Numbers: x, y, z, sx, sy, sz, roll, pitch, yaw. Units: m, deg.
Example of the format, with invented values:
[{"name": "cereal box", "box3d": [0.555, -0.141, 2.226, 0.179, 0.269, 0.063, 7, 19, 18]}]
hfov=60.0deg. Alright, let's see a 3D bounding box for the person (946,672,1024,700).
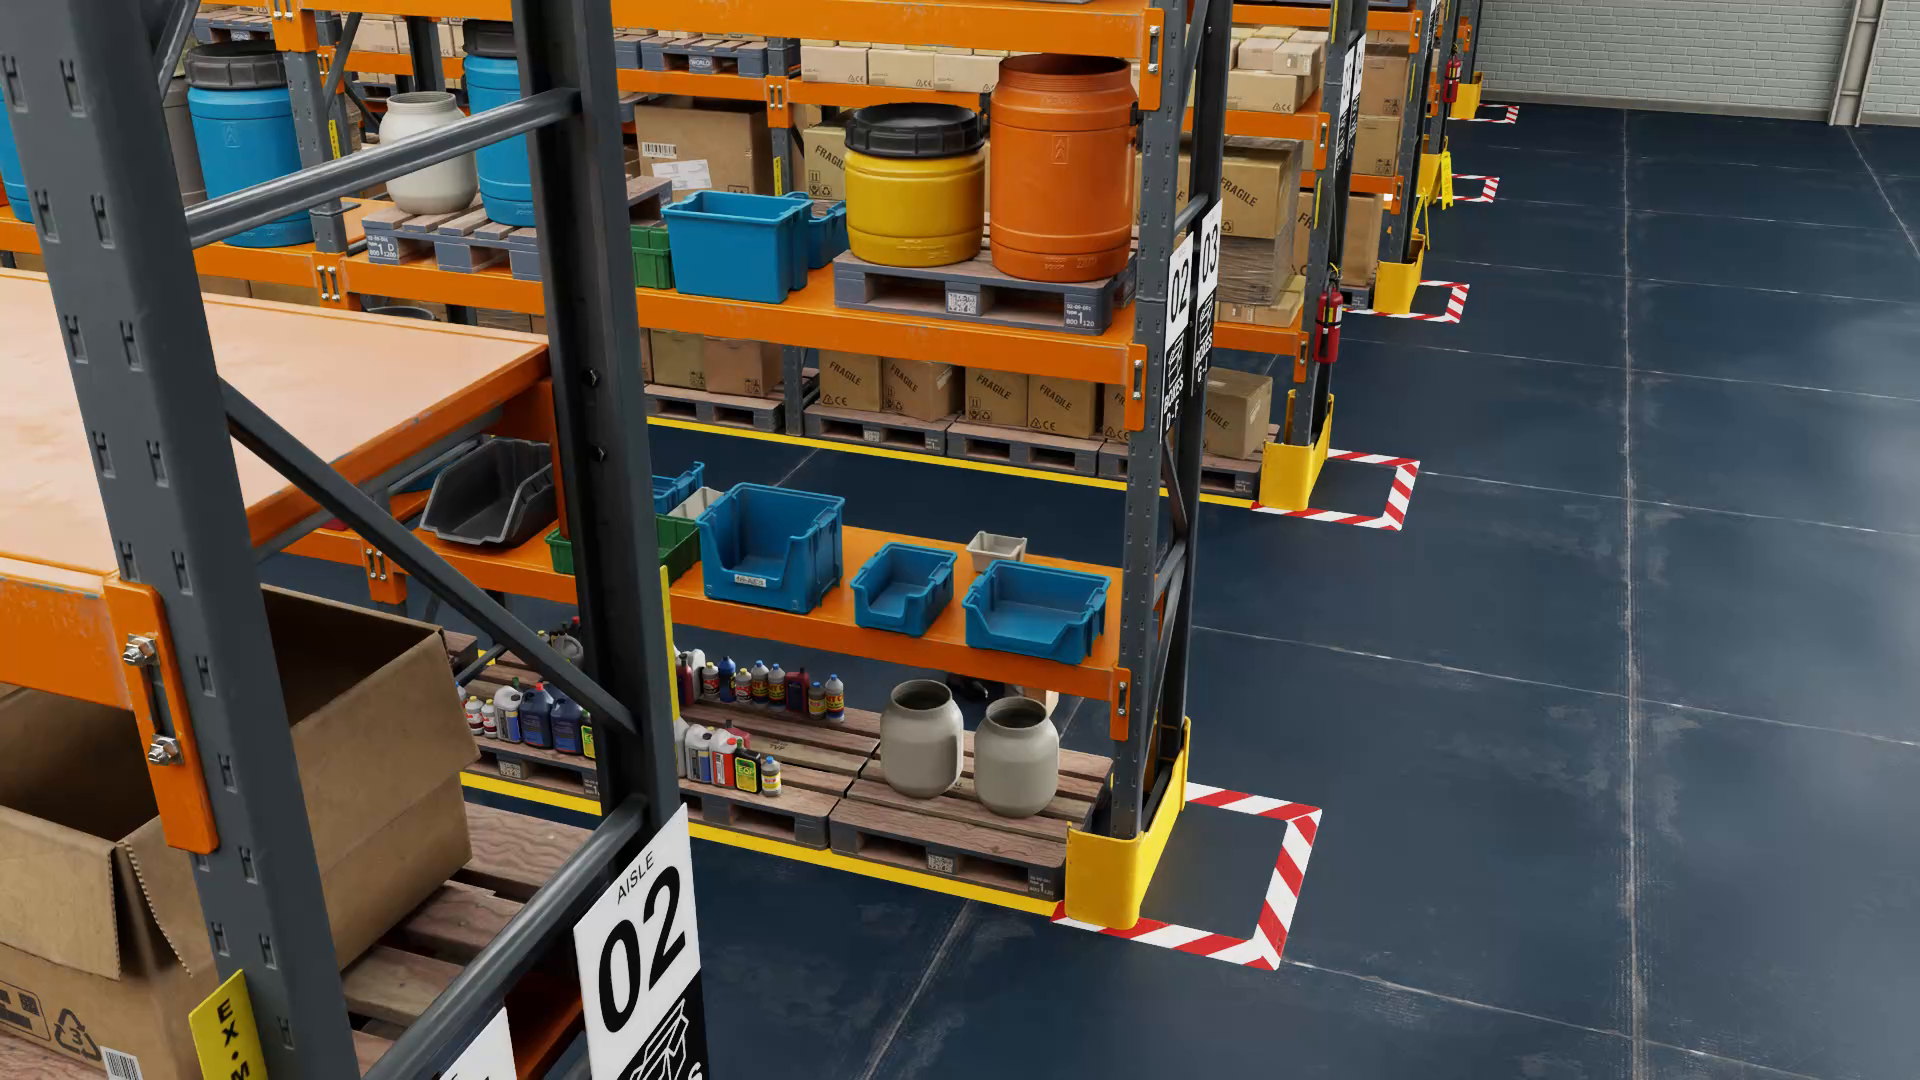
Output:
[{"name": "person", "box3d": [0.250, 0.542, 9.568, 0.945, 0.807, 0.501, 18, 31, 33]}]
